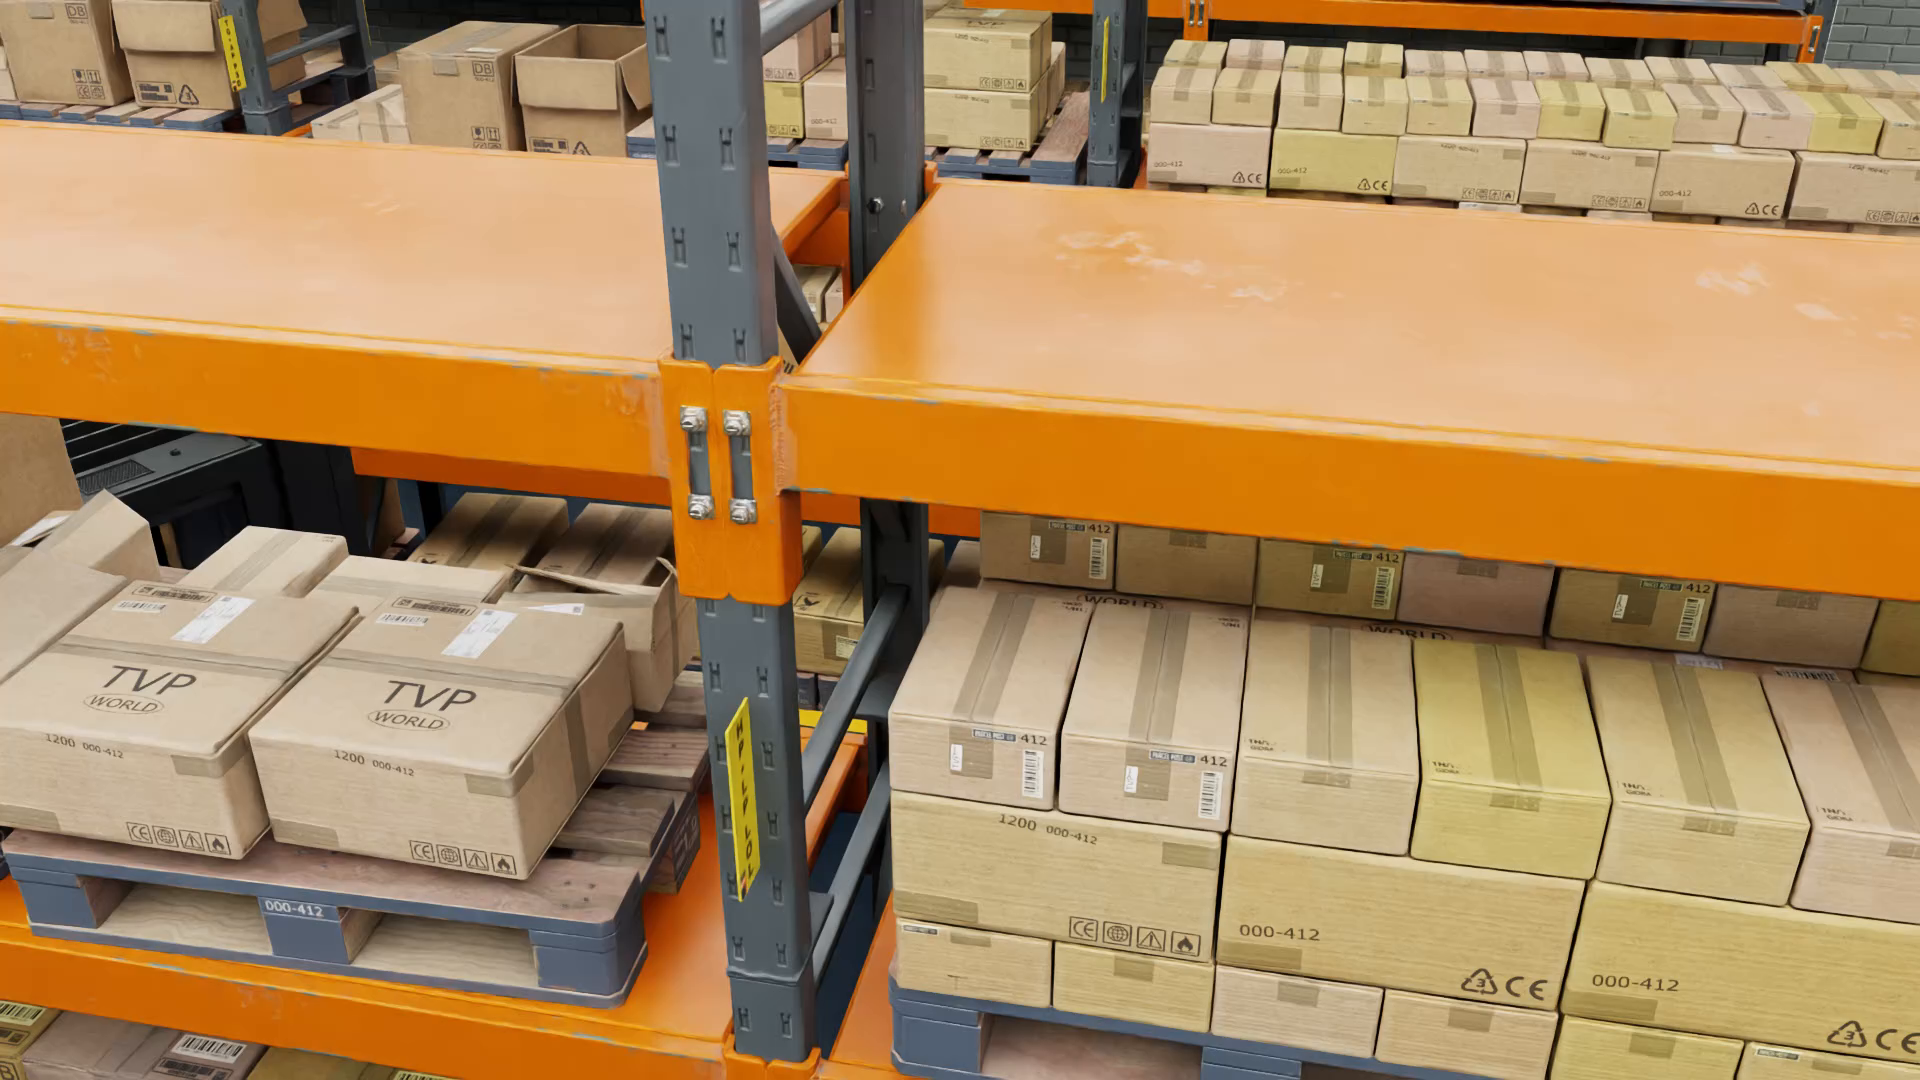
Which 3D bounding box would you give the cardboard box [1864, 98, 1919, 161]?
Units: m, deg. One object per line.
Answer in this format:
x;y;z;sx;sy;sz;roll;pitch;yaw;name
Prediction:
3.728;-1.619;6.552;0.250;0.149;0.380;6;29;10;cardboard box

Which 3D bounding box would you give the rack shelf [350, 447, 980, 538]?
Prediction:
-1.250;-0.393;8.756;4.000;0.370;1.077;6;29;11;rack shelf

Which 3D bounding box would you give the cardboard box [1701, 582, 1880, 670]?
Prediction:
1.429;0.057;2.950;0.250;0.149;0.380;5;29;10;cardboard box

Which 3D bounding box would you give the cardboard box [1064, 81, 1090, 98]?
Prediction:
0.944;-3.381;12.685;0.250;0.149;0.380;6;29;10;cardboard box

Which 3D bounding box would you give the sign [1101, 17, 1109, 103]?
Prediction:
0.594;-1.962;6.801;0.005;0.325;0.100;6;29;11;sign

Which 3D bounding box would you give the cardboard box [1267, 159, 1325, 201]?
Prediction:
1.469;-1.542;7.243;0.250;0.149;0.380;6;29;11;cardboard box

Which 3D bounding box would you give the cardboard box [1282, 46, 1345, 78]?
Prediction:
1.568;-2.076;7.388;0.250;0.149;0.380;7;29;12;cardboard box

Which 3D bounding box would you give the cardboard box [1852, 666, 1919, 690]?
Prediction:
1.784;0.299;2.924;0.500;0.250;0.500;6;29;10;cardboard box

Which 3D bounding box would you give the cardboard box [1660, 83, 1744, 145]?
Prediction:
3.002;-1.735;6.764;0.250;0.149;0.380;5;29;9;cardboard box

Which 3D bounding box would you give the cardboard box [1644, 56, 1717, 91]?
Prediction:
3.101;-1.970;7.195;0.250;0.149;0.380;7;29;12;cardboard box

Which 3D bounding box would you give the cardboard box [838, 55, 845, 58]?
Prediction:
-0.278;-2.240;7.975;0.500;0.250;0.500;5;29;10;cardboard box

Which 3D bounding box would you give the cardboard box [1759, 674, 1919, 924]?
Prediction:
1.301;0.366;2.385;0.250;0.149;0.380;6;29;10;cardboard box

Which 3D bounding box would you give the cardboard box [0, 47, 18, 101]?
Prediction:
-4.626;-2.324;8.113;0.258;0.266;0.396;5;29;9;cardboard box

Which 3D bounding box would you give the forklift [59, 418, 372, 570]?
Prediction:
-3.065;0.512;6.425;1.130;2.935;3.031;21;35;34;forklift

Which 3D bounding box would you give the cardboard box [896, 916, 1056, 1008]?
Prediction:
0.056;0.589;2.809;0.250;0.149;0.380;5;29;10;cardboard box

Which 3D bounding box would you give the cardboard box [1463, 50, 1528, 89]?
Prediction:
2.344;-2.036;7.315;0.250;0.149;0.380;6;29;11;cardboard box

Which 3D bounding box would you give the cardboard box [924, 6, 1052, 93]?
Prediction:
0.112;-2.160;7.308;0.500;0.250;0.500;7;29;12;cardboard box

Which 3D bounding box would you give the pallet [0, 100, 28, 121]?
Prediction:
-4.941;-2.293;8.549;1.213;0.211;1.003;7;30;13;pallet

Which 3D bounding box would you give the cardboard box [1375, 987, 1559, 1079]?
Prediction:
0.798;0.665;2.670;0.250;0.149;0.380;5;29;10;cardboard box

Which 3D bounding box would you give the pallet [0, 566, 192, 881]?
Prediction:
-2.406;0.343;3.735;1.213;0.211;1.003;7;30;13;pallet

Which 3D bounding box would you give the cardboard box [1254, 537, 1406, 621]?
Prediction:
0.688;-0.019;3.089;0.250;0.149;0.380;6;29;10;cardboard box

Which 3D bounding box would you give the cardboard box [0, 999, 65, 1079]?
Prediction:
-2.207;1.144;4.053;0.500;0.500;0.700;6;29;10;cardboard box

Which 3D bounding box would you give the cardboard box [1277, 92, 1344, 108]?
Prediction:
1.688;-1.921;7.519;0.500;0.250;0.500;5;29;10;cardboard box

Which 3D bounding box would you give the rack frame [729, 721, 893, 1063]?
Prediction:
-0.229;1.827;3.952;0.127;3.000;1.000;6;29;11;rack frame

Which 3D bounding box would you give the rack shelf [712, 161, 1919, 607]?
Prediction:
1.727;-0.113;2.414;4.000;0.370;1.077;6;29;11;rack shelf

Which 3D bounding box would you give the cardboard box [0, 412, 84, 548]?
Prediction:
-2.382;-0.119;3.737;0.500;0.500;0.500;6;29;11;cardboard box

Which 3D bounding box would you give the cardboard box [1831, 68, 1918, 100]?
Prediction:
3.831;-1.866;7.004;0.250;0.149;0.380;6;29;11;cardboard box

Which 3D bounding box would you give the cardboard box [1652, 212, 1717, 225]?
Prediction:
2.964;-1.359;6.908;0.250;0.149;0.380;5;29;9;cardboard box

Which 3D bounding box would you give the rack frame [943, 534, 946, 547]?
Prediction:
-0.075;-0.534;10.138;0.006;1.200;0.240;6;29;11;rack frame

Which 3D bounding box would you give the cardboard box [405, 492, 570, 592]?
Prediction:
-2.655;0.120;9.368;0.625;0.372;0.950;4;29;7;cardboard box

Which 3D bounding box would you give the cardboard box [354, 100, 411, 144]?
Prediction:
-2.684;-2.029;8.011;0.258;0.266;0.396;6;29;11;cardboard box

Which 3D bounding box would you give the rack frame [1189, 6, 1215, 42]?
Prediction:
1.739;-2.840;12.475;0.127;3.000;1.000;6;29;11;rack frame

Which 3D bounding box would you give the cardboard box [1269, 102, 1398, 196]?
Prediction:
1.585;-1.669;7.059;0.500;0.250;0.500;6;29;10;cardboard box

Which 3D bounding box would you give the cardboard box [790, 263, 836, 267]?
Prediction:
-0.764;-1.425;8.365;0.250;0.149;0.380;7;30;13;cardboard box

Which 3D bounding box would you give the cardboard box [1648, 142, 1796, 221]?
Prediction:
3.061;-1.513;6.775;0.500;0.250;0.500;7;29;12;cardboard box

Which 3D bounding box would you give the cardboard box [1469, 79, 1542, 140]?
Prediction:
2.231;-1.774;6.836;0.250;0.149;0.380;5;29;10;cardboard box

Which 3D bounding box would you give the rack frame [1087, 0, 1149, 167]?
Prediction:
0.706;-3.140;6.776;0.127;3.000;1.000;6;29;11;rack frame

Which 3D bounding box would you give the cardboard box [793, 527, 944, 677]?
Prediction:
-0.511;0.338;8.970;0.625;0.372;0.950;8;30;14;cardboard box

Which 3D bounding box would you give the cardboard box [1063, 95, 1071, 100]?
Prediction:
0.874;-3.165;12.289;0.250;0.149;0.380;6;29;11;cardboard box

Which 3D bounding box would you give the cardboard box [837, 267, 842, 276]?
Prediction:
-0.663;-1.154;8.546;0.500;0.500;0.500;6;29;10;cardboard box

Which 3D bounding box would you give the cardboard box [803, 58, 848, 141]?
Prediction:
-0.389;-1.986;7.511;0.500;0.250;0.500;6;29;11;cardboard box

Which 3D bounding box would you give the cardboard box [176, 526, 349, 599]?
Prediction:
-1.545;0.130;3.647;0.250;0.149;0.380;6;29;11;cardboard box

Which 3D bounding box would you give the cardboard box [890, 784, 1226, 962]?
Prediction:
0.191;0.399;2.742;0.500;0.250;0.500;6;29;11;cardboard box

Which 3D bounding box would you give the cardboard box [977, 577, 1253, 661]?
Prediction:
0.306;0.147;3.202;0.500;0.250;0.500;6;29;10;cardboard box

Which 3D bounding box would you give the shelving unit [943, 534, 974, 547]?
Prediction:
0.014;-0.525;10.121;0.189;1.200;0.258;6;29;11;shelving unit

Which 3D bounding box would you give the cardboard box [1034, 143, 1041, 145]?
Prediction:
0.701;-2.971;12.350;0.500;0.250;0.500;5;29;9;cardboard box

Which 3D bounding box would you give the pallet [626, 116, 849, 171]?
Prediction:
-0.891;-1.956;7.933;1.003;0.211;1.213;6;29;11;pallet

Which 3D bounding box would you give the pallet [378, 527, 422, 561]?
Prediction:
-3.961;0.199;9.828;1.213;0.211;1.003;6;29;11;pallet

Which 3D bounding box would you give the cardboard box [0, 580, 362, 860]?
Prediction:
-1.482;0.328;3.180;0.500;0.250;0.500;6;29;10;cardboard box

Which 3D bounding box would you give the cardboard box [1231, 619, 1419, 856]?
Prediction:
0.553;0.290;2.525;0.250;0.149;0.380;6;29;10;cardboard box

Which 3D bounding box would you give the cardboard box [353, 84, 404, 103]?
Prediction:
-2.854;-2.182;8.412;0.250;0.149;0.380;6;29;11;cardboard box

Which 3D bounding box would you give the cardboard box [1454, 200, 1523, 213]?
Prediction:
2.202;-1.397;6.978;0.250;0.149;0.380;5;29;10;cardboard box

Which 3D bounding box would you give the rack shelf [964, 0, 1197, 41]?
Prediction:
-0.217;-4.040;12.294;4.000;0.370;1.077;6;29;11;rack shelf

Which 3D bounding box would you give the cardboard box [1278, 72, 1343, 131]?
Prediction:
1.463;-1.836;6.949;0.250;0.149;0.380;5;29;9;cardboard box

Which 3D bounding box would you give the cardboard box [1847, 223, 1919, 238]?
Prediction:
3.707;-1.269;6.745;0.250;0.149;0.380;7;29;12;cardboard box

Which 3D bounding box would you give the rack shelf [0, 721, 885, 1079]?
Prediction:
-2.185;0.626;3.771;4.000;0.370;1.077;6;29;11;rack shelf

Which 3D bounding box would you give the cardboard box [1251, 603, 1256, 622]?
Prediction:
1.227;0.371;8.256;0.500;0.500;0.500;7;30;13;cardboard box
